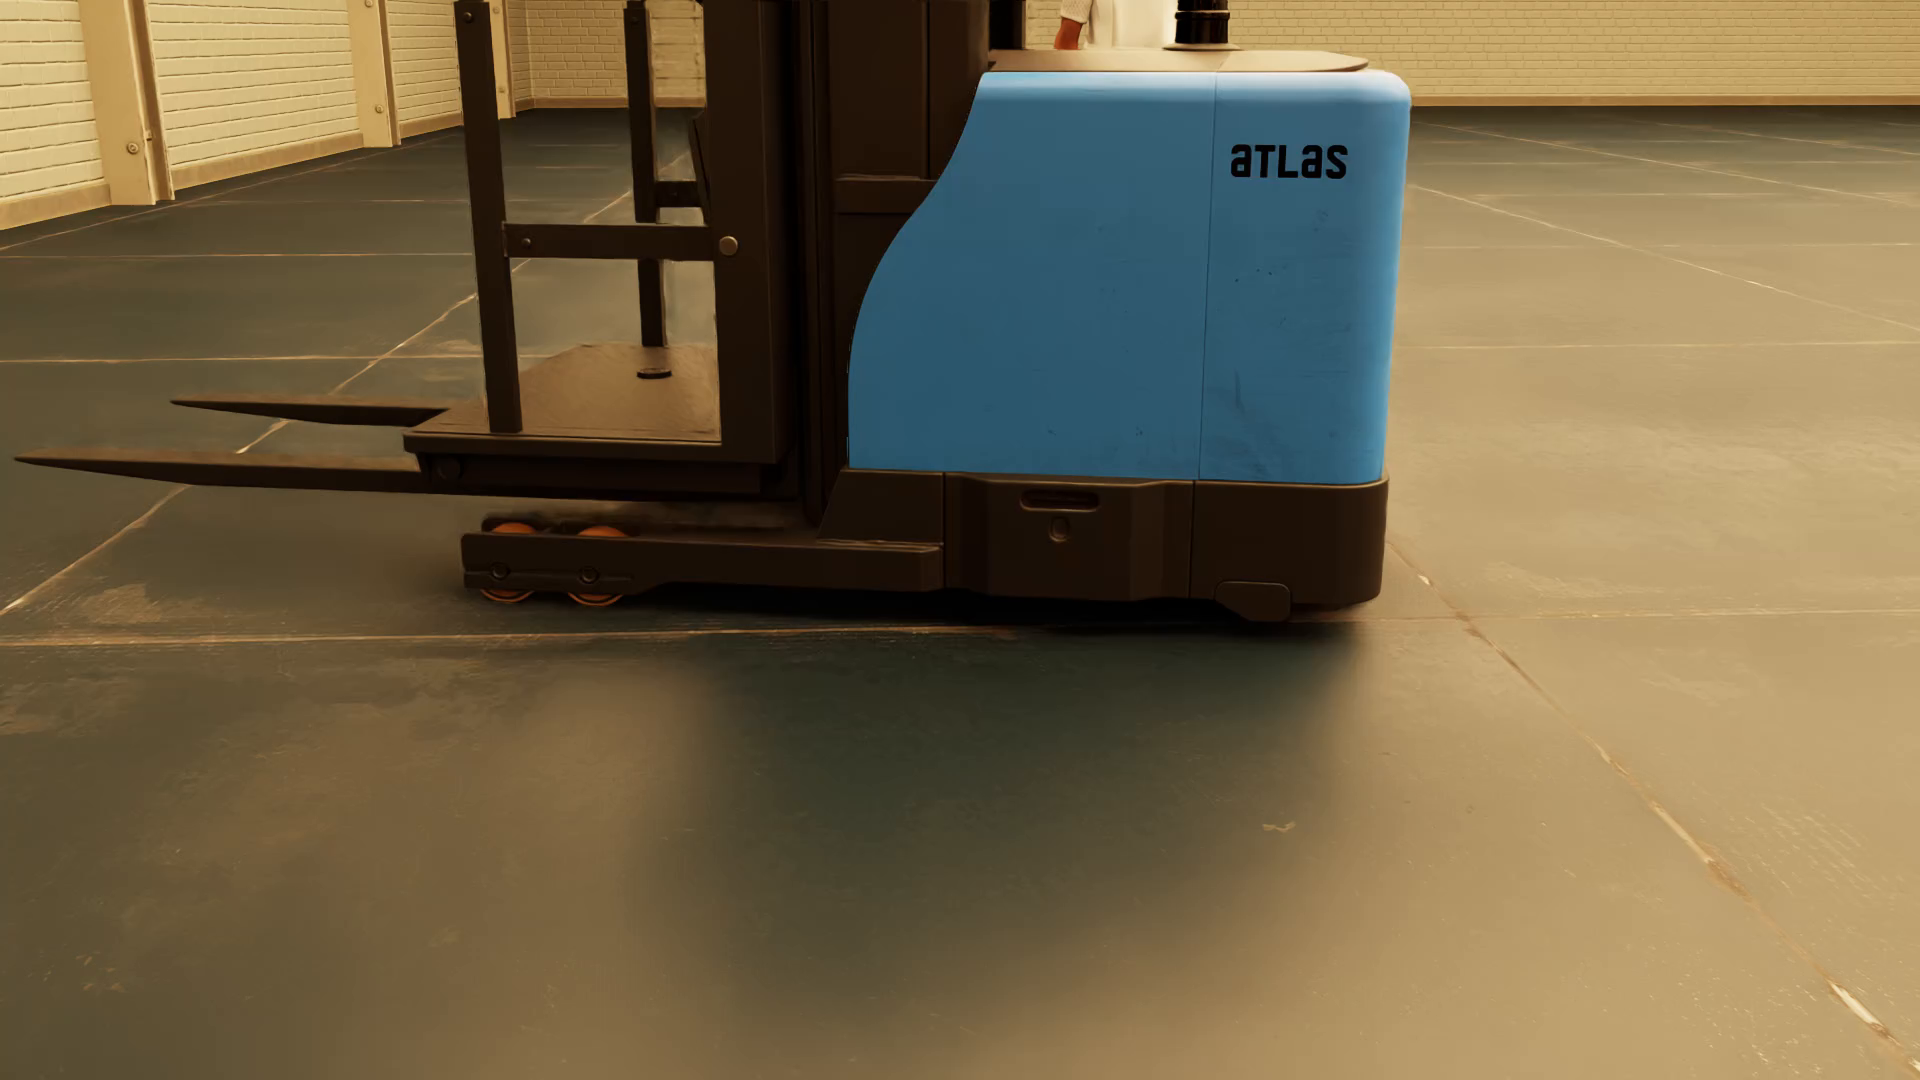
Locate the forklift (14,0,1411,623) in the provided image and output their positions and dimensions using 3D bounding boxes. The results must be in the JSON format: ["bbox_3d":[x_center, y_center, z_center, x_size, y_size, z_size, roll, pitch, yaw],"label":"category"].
[{"bbox_3d":[-0.602,-1.412,3.524,3.031,2.935,1.130,2,17,7],"label":"forklift"}]

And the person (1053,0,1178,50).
[{"bbox_3d":[0.690,-1.896,7.042,0.656,1.781,0.577,-3,17,-9],"label":"person"}]
